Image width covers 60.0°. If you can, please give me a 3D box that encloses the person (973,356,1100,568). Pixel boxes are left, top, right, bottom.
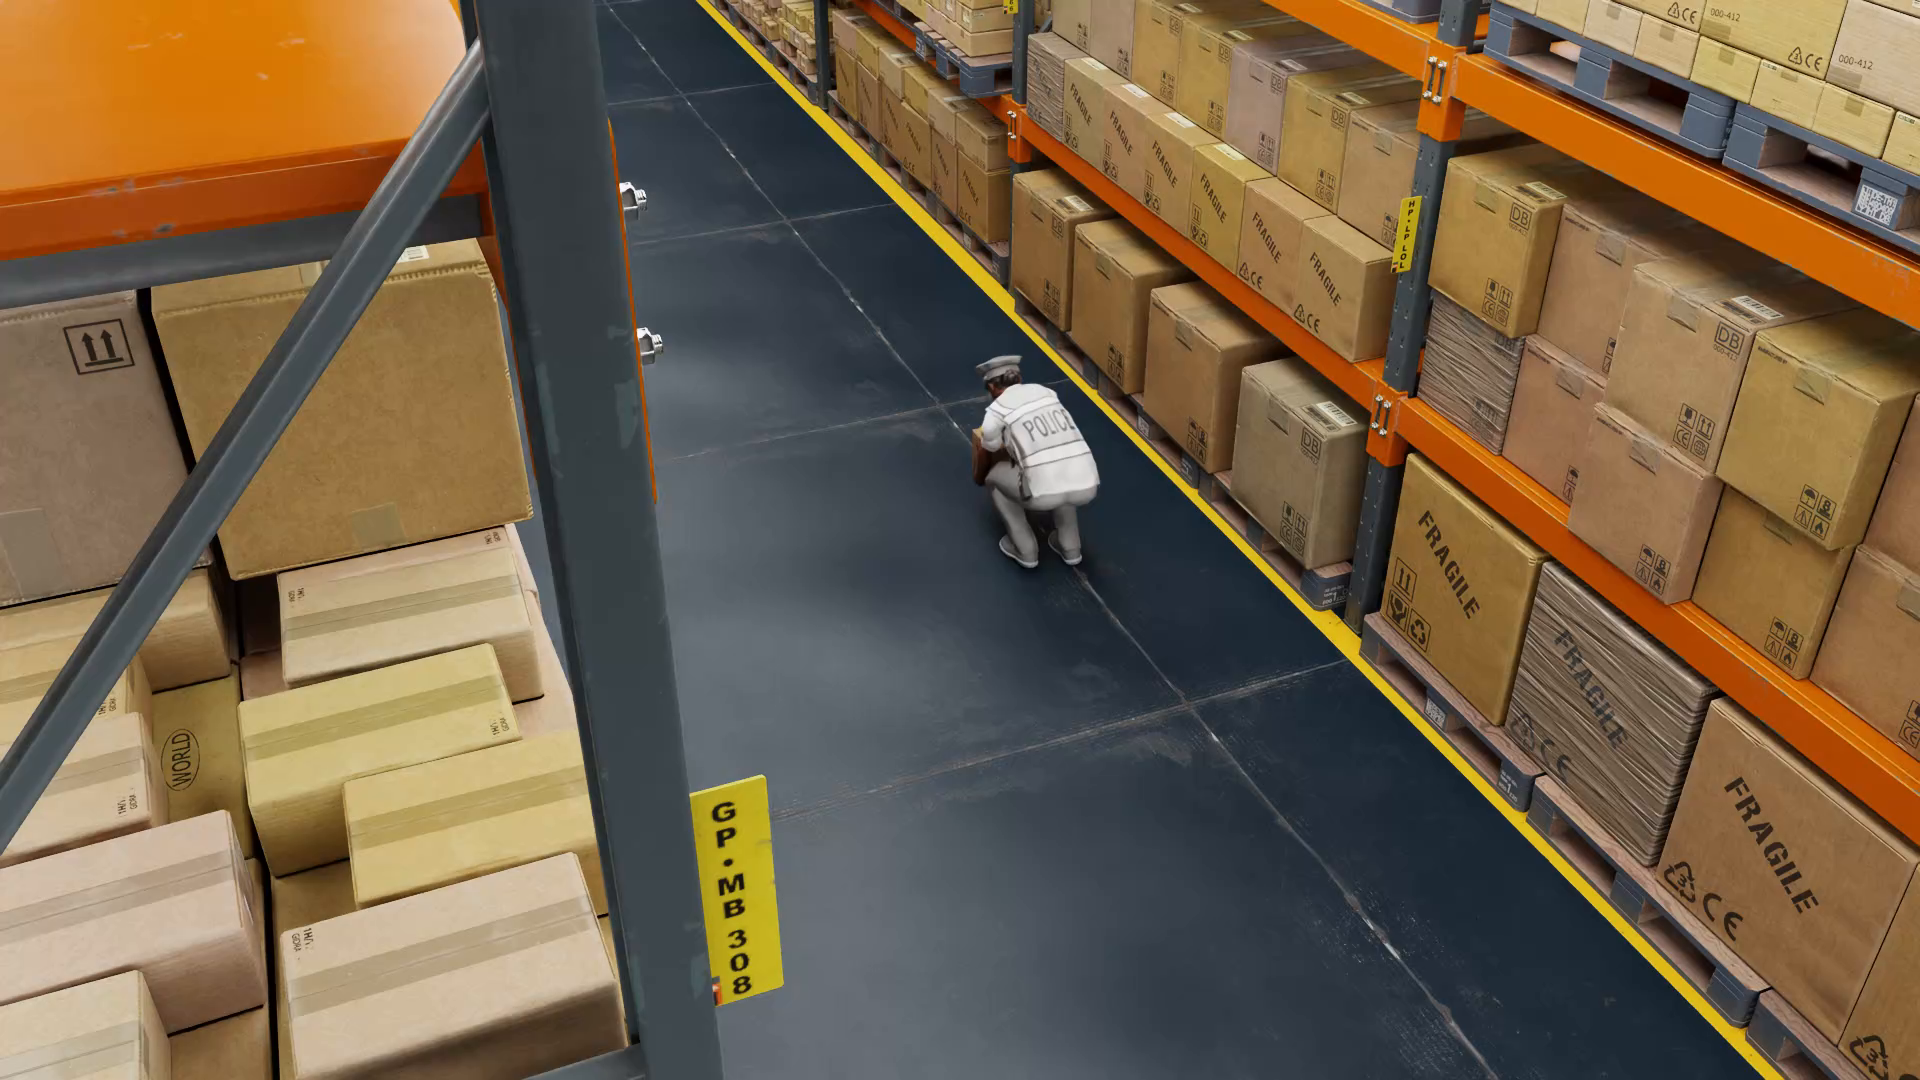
[{"bbox_3d":[0.362,-0.388,8.354,0.456,0.977,0.874,-14,36,-20],"label":"person"}]
